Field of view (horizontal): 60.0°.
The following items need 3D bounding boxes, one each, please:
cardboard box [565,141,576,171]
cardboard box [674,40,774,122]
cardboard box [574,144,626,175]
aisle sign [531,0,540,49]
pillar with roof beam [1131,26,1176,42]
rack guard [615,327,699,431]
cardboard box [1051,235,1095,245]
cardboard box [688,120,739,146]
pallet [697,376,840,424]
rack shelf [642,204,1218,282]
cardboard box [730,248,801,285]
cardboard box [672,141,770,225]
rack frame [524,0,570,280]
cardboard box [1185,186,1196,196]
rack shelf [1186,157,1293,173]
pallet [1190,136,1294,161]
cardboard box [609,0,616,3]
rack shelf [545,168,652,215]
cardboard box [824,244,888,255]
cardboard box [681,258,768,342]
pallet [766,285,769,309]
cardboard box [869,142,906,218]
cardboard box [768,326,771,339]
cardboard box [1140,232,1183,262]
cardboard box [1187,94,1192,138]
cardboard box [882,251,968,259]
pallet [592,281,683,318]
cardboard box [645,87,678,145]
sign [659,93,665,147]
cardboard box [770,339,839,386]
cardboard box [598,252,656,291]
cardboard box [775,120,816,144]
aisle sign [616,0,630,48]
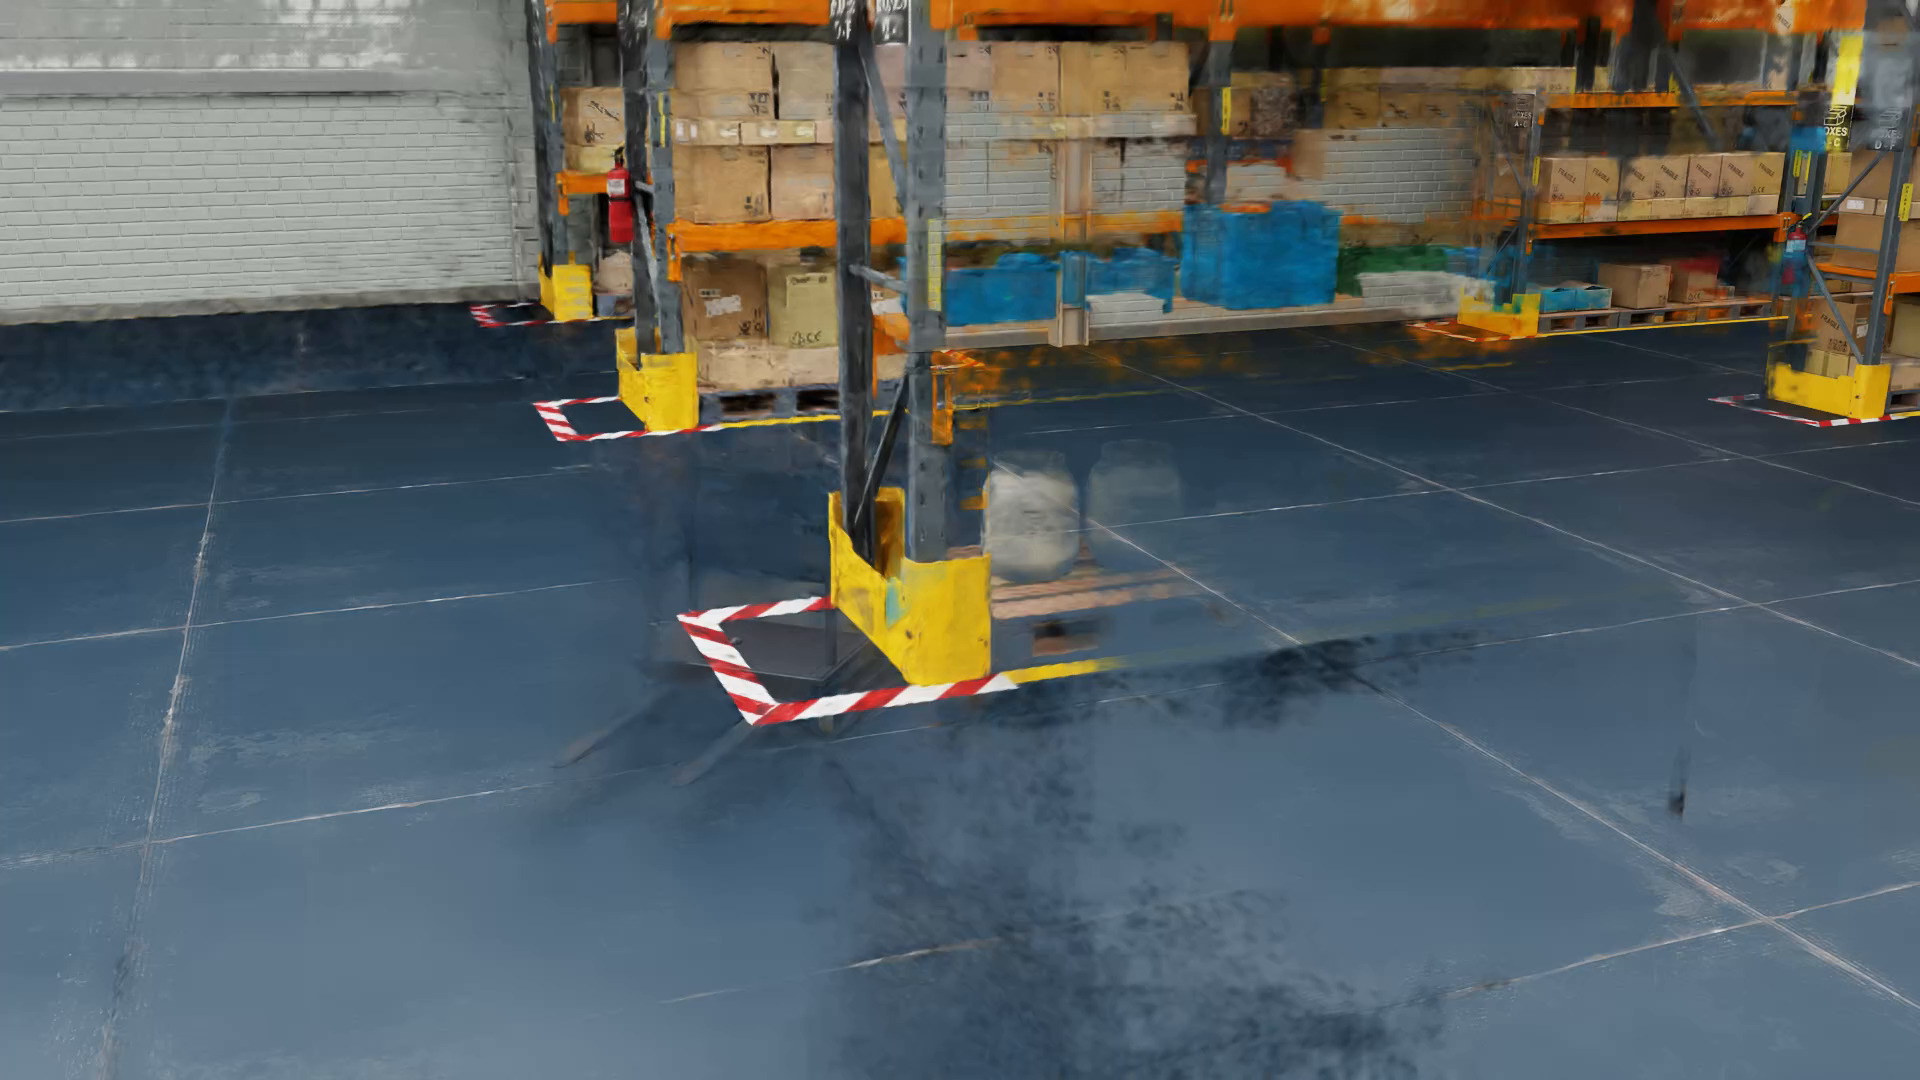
[{"bbox_3d":[6.885,-4.065,20.346,0.500,0.250,0.500,-6,17,-19],"label":"cardboard box"},{"bbox_3d":[8.784,-3.445,15.527,0.500,0.500,0.700,-6,17,-20],"label":"cardboard box"},{"bbox_3d":[7.087,-3.932,19.895,0.500,0.250,0.500,-7,18,-22],"label":"cardboard box"},{"bbox_3d":[6.558,-5.190,19.334,0.004,0.787,0.394,-6,17,-20],"label":"aisle sign"},{"bbox_3d":[14.005,-6.678,18.367,0.400,9.000,9.100,-6,17,-20],"label":"pillar with roof beam"},{"bbox_3d":[8.271,-1.524,15.901,0.348,0.500,1.175,-6,17,-20],"label":"rack guard"},{"bbox_3d":[11.399,-3.588,22.147,0.500,0.500,0.700,-7,18,-21],"label":"cardboard box"},{"bbox_3d":[8.737,-3.068,15.393,0.250,0.149,0.380,-6,18,-20],"label":"cardboard box"},{"bbox_3d":[8.993,-1.476,16.250,1.213,0.211,1.003,-6,17,-20],"label":"pallet"},{"bbox_3d":[10.161,-2.582,16.345,4.000,0.370,1.077,-6,17,-20],"label":"rack shelf"},{"bbox_3d":[8.431,-3.205,20.844,0.500,0.500,0.700,-7,18,-24],"label":"cardboard box"},{"bbox_3d":[8.734,-2.817,15.691,0.500,0.500,0.700,-6,17,-20],"label":"cardboard box"},{"bbox_3d":[6.518,-4.029,19.994,0.127,3.000,1.000,-6,17,-20],"label":"rack frame"},{"bbox_3d":[12.780,-4.080,22.492,0.500,0.250,0.500,-6,17,-19],"label":"cardboard box"},{"bbox_3d":[12.120,-4.289,22.155,4.000,0.370,1.077,-6,17,-20],"label":"rack shelf"},{"bbox_3d":[13.361,-4.643,22.427,1.003,0.211,1.213,-6,17,-20],"label":"pallet"},{"bbox_3d":[7.434,-5.538,19.597,0.500,0.500,0.500,-5,17,-16],"label":"cardboard box"},{"bbox_3d":[8.385,-3.885,20.782,4.000,0.370,1.077,-6,17,-20],"label":"rack shelf"},{"bbox_3d":[9.298,-3.329,21.265,0.500,0.500,0.500,-8,18,-24],"label":"cardboard box"},{"bbox_3d":[8.688,-2.100,16.230,0.500,0.500,0.500,-6,17,-20],"label":"cardboard box"},{"bbox_3d":[8.497,-2.893,21.075,1.213,0.211,1.003,-6,17,-20],"label":"pallet"},{"bbox_3d":[9.689,-2.920,16.041,0.500,0.500,0.700,-6,17,-20],"label":"cardboard box"},{"bbox_3d":[9.151,-1.793,16.516,0.500,0.250,0.500,-6,17,-20],"label":"cardboard box"},{"bbox_3d":[12.358,-3.682,22.468,0.500,0.500,0.700,-6,17,-20],"label":"cardboard box"},{"bbox_3d":[12.397,-4.913,22.046,0.500,0.500,0.700,-6,17,-20],"label":"cardboard box"},{"bbox_3d":[10.084,-2.255,16.757,0.500,0.500,0.500,-6,17,-20],"label":"cardboard box"},{"bbox_3d":[7.360,-2.771,20.660,1.213,0.211,1.003,-6,17,-20],"label":"pallet"},{"bbox_3d":[7.536,-4.342,19.962,0.500,0.500,0.500,-6,17,-20],"label":"cardboard box"},{"bbox_3d":[8.487,-3.033,14.924,0.005,0.325,0.100,-6,17,-20],"label":"sign"},{"bbox_3d":[9.340,-1.655,16.045,0.500,0.250,0.500,-6,17,-20],"label":"cardboard box"},{"bbox_3d":[7.196,-2.996,20.468,0.500,0.311,0.500,-8,18,-26],"label":"cardboard box"},{"bbox_3d":[9.216,-3.120,15.571,0.250,0.149,0.380,-6,17,-20],"label":"cardboard box"},{"bbox_3d":[8.127,-4.044,15.431,0.004,0.787,0.394,-6,17,-20],"label":"aisle sign"}]
